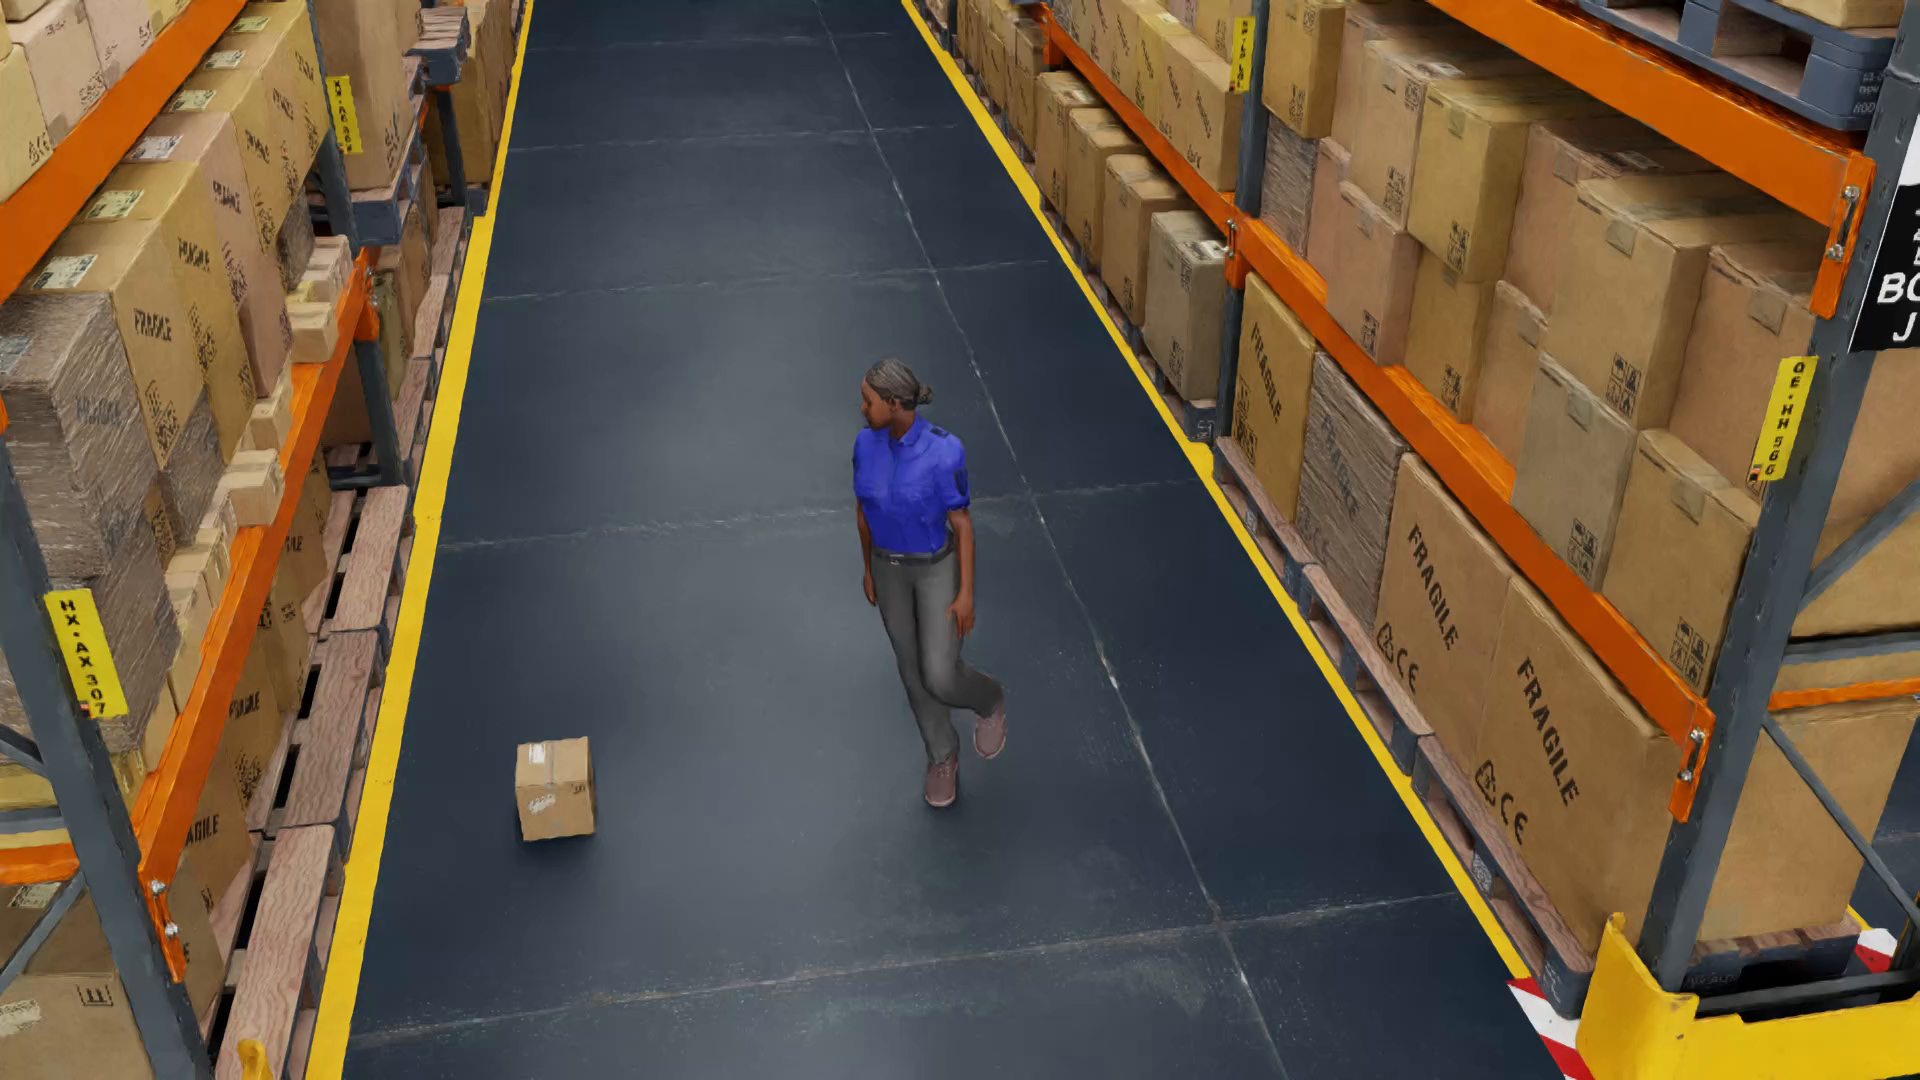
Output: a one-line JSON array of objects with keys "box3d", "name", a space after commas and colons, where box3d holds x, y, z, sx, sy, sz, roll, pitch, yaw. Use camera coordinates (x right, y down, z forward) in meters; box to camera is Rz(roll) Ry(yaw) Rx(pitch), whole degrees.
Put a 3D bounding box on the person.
[{"box3d": [-0.159, 0.138, 5.871, 0.555, 1.570, 0.432, 12, 33, 20], "name": "person"}]
